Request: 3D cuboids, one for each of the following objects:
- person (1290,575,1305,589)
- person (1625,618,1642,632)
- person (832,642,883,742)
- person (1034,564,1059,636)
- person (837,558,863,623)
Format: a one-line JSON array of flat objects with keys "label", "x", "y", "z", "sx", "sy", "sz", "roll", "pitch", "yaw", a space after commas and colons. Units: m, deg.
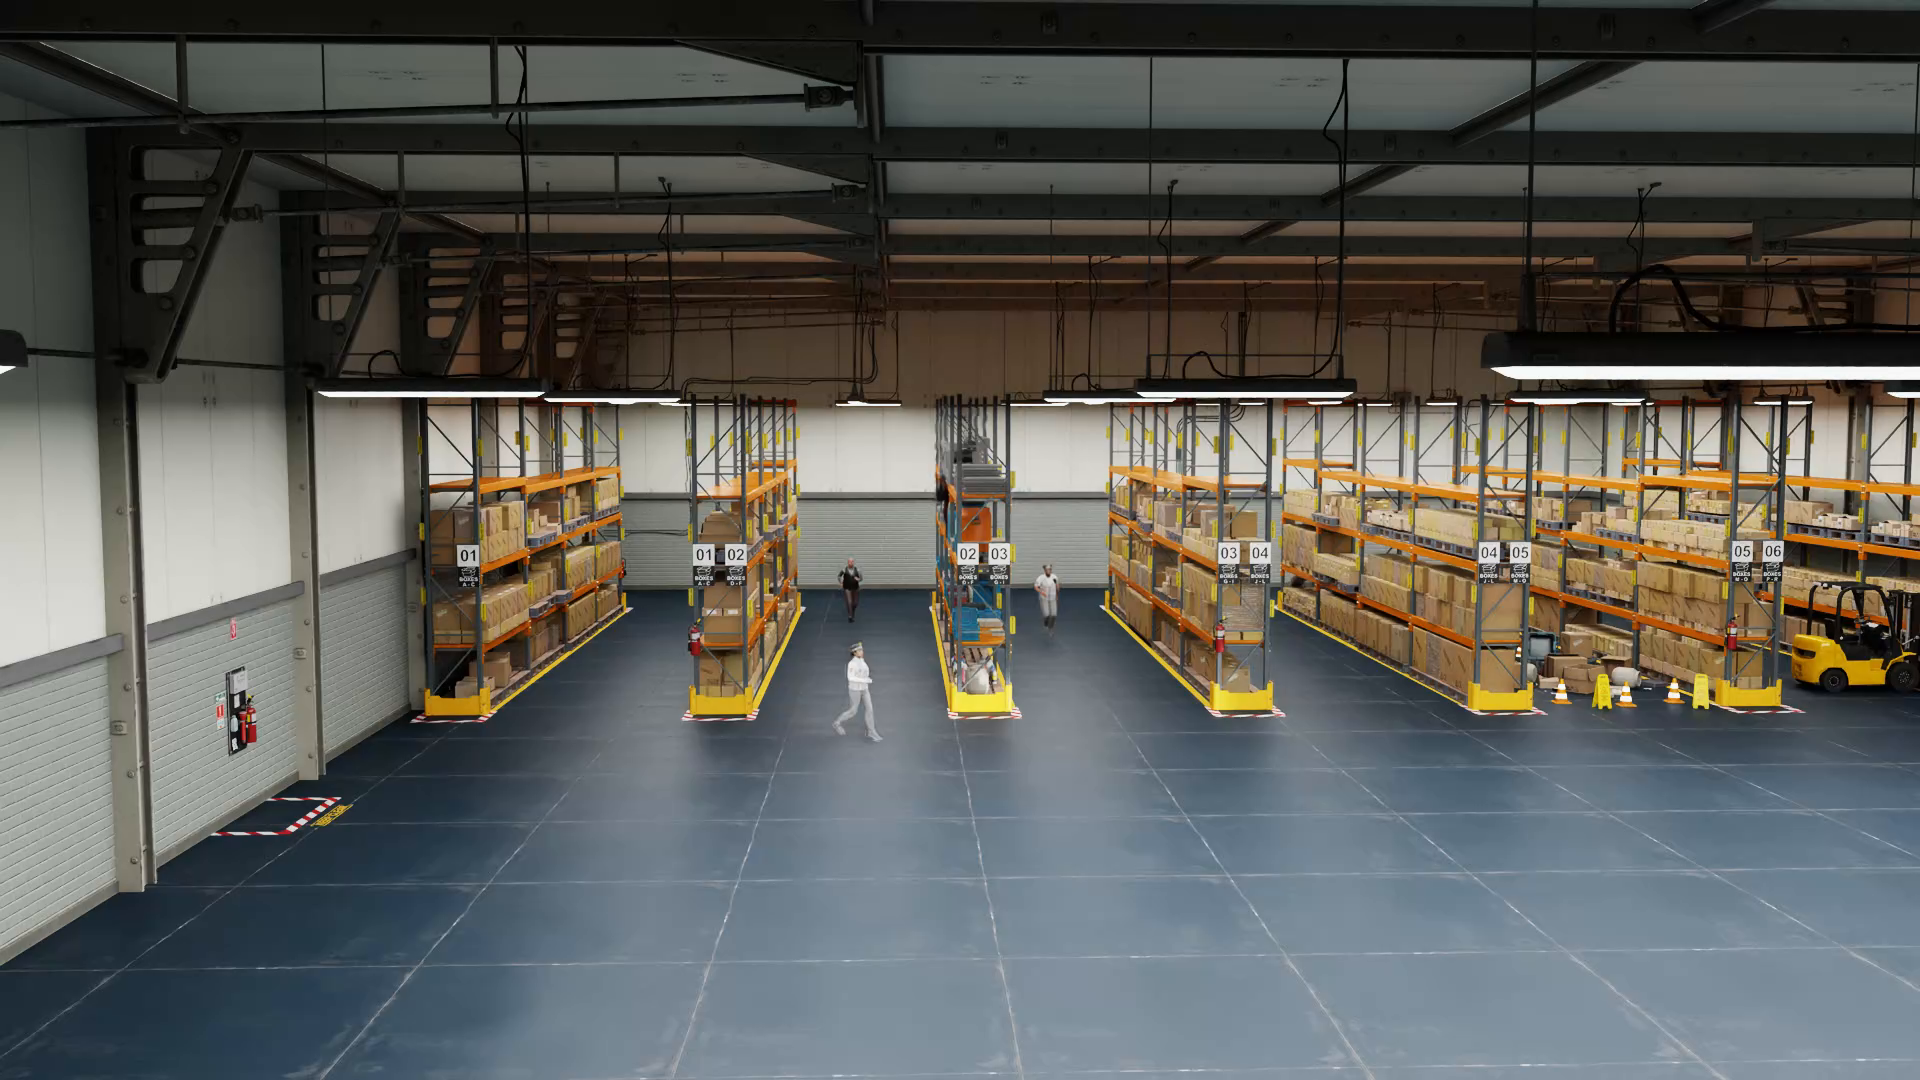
[{"label": "person", "x": 10.015, "y": 1.048, "z": 49.080, "sx": 0.565, "sy": 1.665, "sz": 0.802, "roll": 2, "pitch": 5, "yaw": 27}, {"label": "person", "x": 16.675, "y": 1.661, "z": 41.130, "sx": 0.589, "sy": 1.641, "sz": 0.875, "roll": -1, "pitch": 5, "yaw": -8}, {"label": "person", "x": -1.771, "y": 2.612, "z": 28.749, "sx": 0.934, "sy": 1.711, "sz": 0.625, "roll": 2, "pitch": 5, "yaw": 25}, {"label": "person", "x": 2.159, "y": 1.480, "z": 40.776, "sx": 0.656, "sy": 1.809, "sz": 0.609, "roll": -1, "pitch": 5, "yaw": -9}, {"label": "person", "x": -2.933, "y": 1.335, "z": 44.694, "sx": 0.663, "sy": 1.699, "sz": 0.958, "roll": -1, "pitch": 5, "yaw": -16}]
